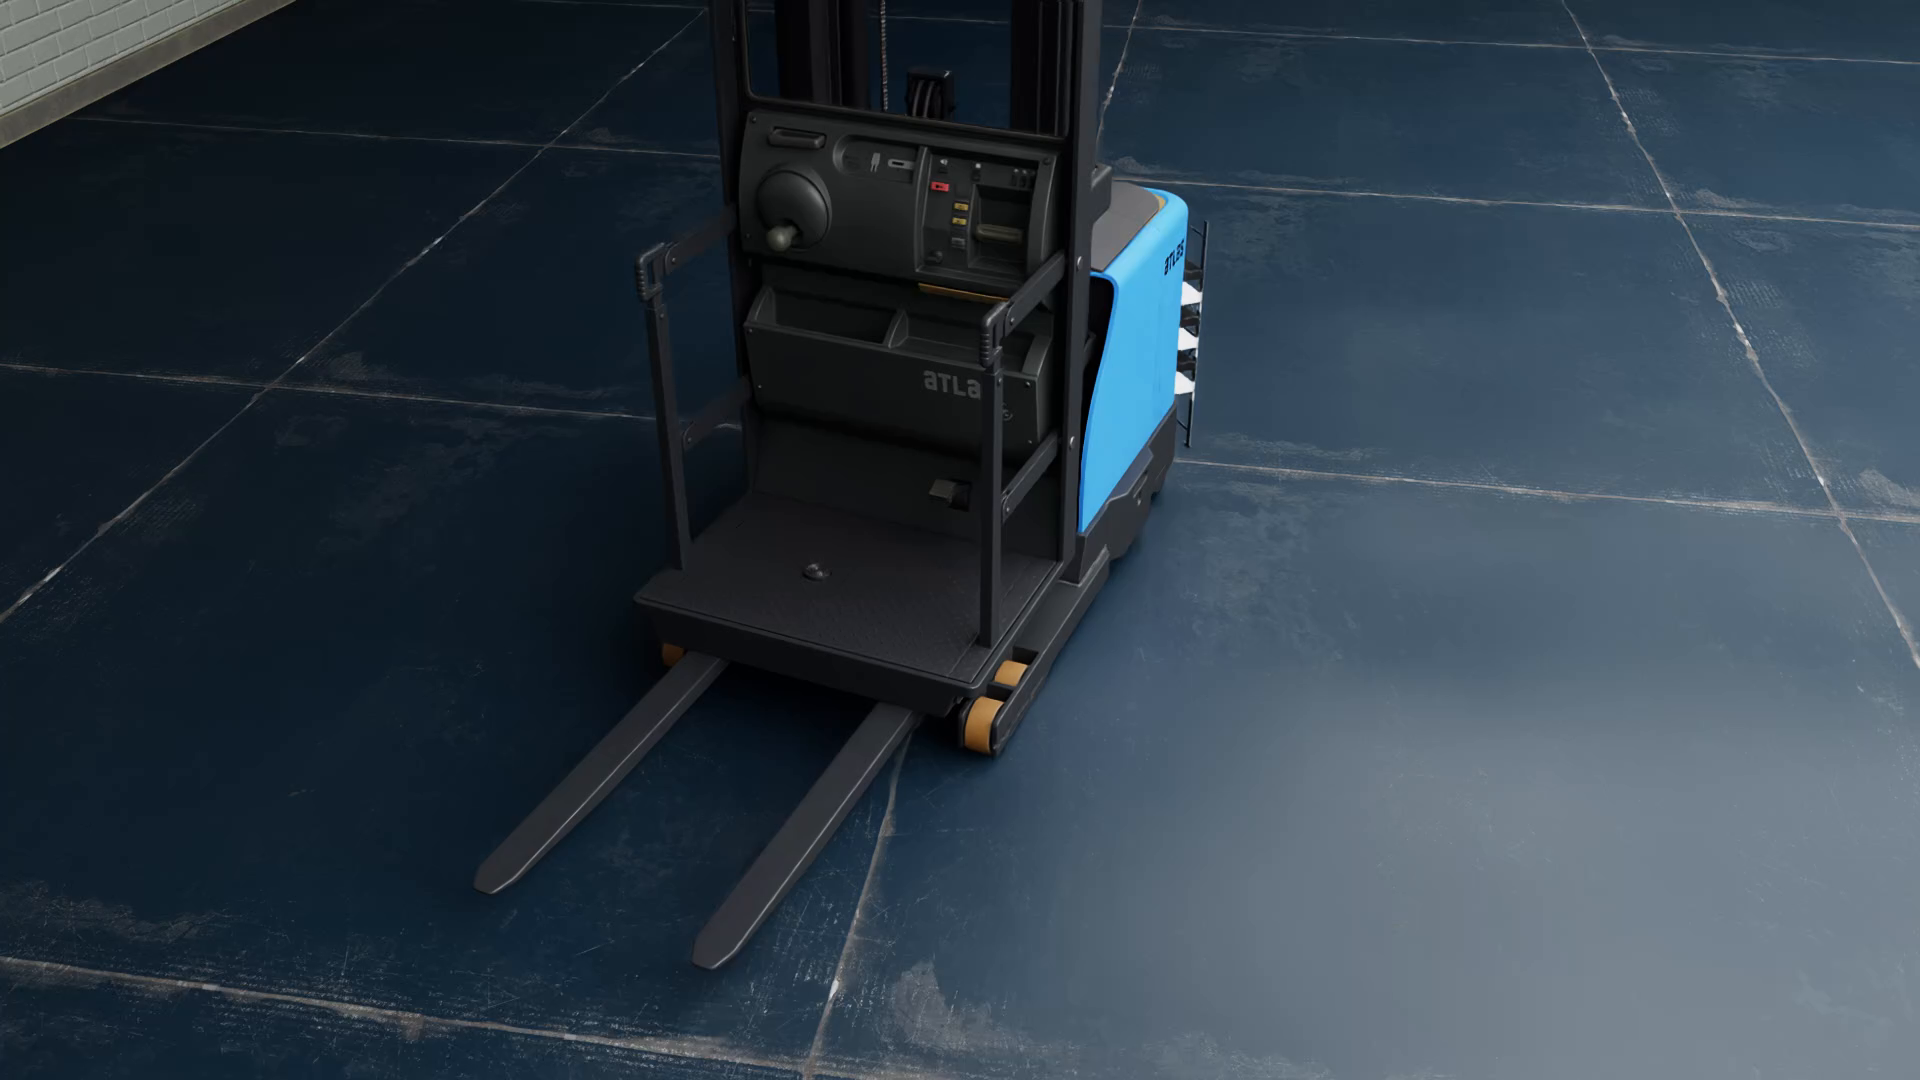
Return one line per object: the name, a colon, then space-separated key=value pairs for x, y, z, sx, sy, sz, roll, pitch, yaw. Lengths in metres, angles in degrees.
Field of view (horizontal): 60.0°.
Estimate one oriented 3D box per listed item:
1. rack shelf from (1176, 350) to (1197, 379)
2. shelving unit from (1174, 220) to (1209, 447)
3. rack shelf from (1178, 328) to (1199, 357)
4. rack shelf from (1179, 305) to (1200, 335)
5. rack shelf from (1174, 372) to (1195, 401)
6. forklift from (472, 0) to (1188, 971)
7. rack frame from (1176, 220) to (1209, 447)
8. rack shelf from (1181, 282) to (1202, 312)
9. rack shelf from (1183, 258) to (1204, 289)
rack shelf: x=0.731 y=-0.669 z=6.203 sx=0.200 sy=0.077 sz=0.258 roll=-12 pitch=34 yaw=-19
shelving unit: x=0.731 y=-0.774 z=6.138 sx=0.210 sy=0.900 sz=0.258 roll=-12 pitch=34 yaw=-19
rack shelf: x=0.731 y=-0.745 z=6.155 sx=0.200 sy=0.077 sz=0.258 roll=-12 pitch=34 yaw=-19
rack shelf: x=0.731 y=-0.822 z=6.108 sx=0.200 sy=0.077 sz=0.258 roll=-12 pitch=34 yaw=-19
rack shelf: x=0.731 y=-0.593 z=6.251 sx=0.200 sy=0.077 sz=0.258 roll=-12 pitch=34 yaw=-19
forklift: x=-0.268 y=-0.885 z=4.402 sx=1.130 sy=2.935 sz=3.031 roll=13 pitch=34 yaw=20
rack frame: x=0.825 y=-0.794 z=6.171 sx=0.006 sy=0.900 sz=0.240 roll=-12 pitch=34 yaw=-19
rack shelf: x=0.731 y=-0.898 z=6.060 sx=0.200 sy=0.077 sz=0.258 roll=-12 pitch=34 yaw=-19
rack shelf: x=0.731 y=-0.974 z=6.012 sx=0.200 sy=0.077 sz=0.258 roll=-12 pitch=34 yaw=-19
